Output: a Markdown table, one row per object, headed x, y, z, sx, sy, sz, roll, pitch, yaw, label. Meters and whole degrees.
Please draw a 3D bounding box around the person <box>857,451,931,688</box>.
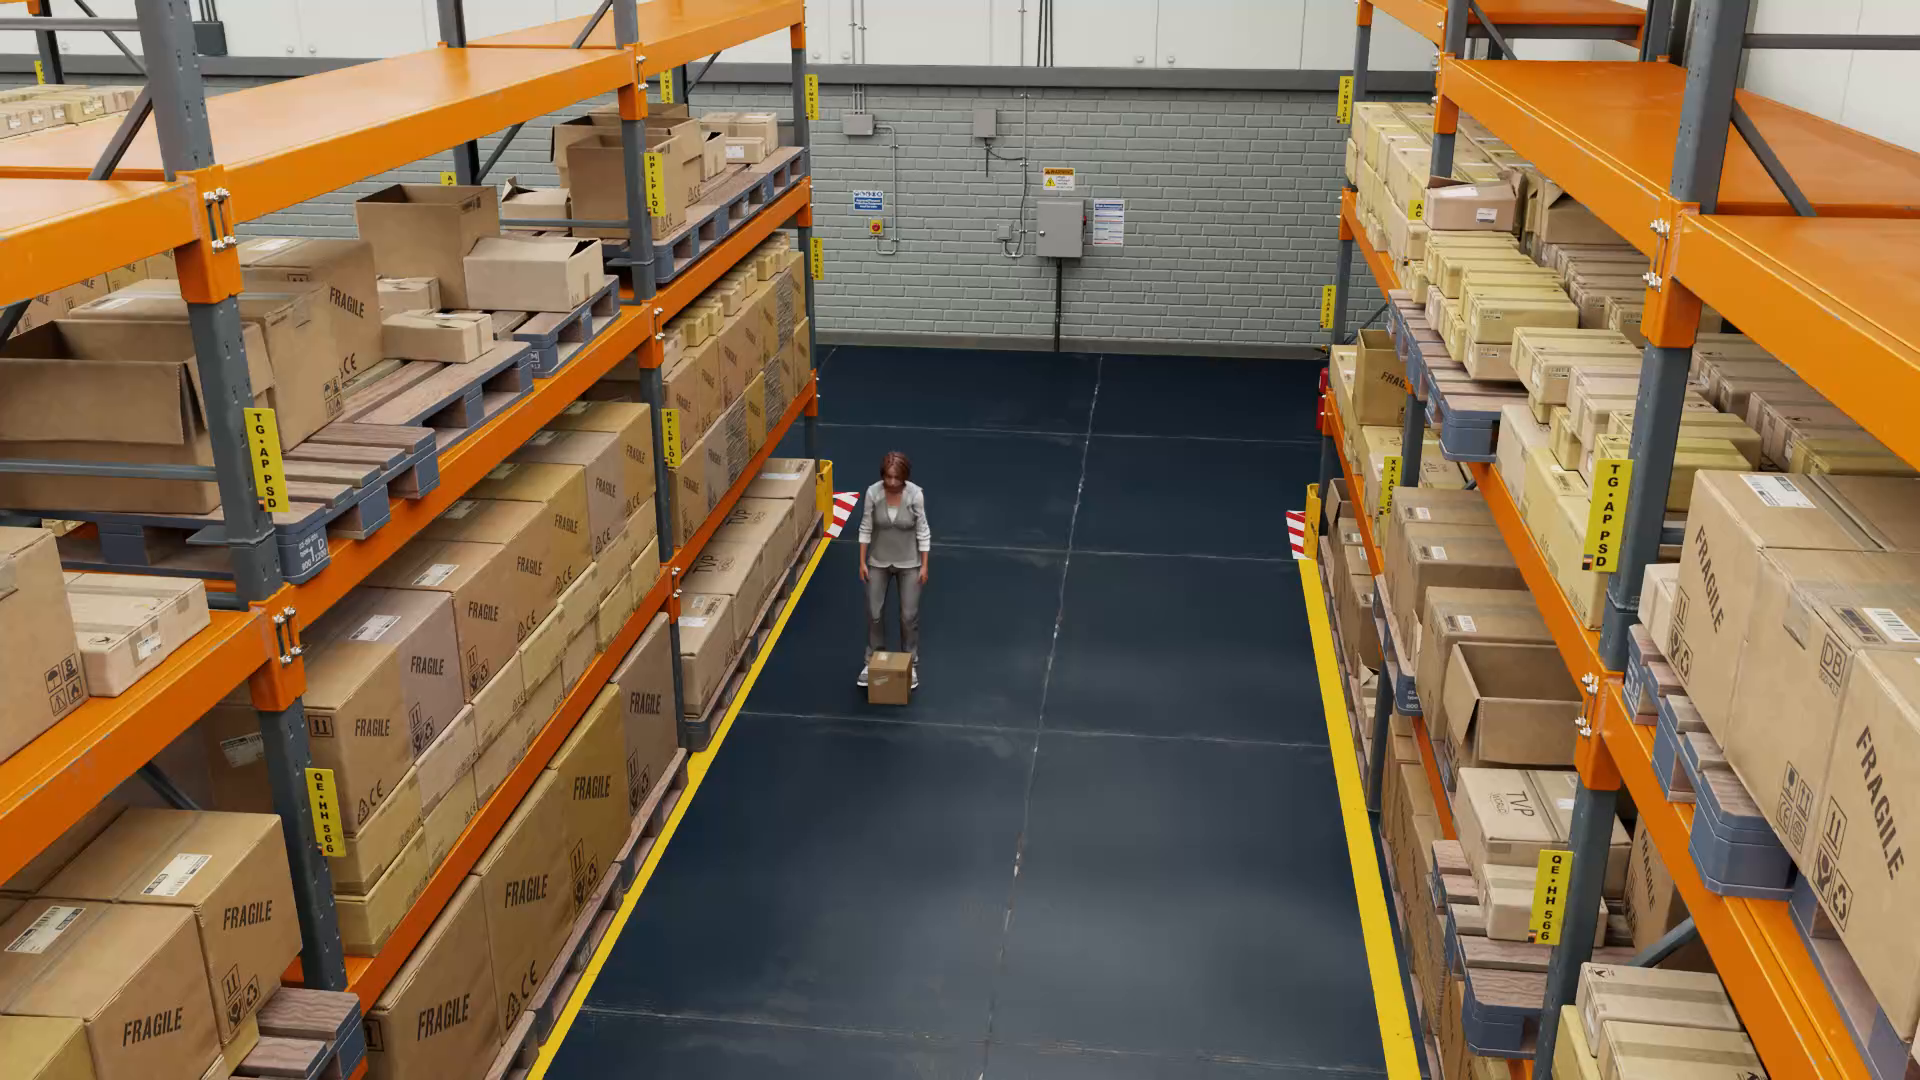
| x | y | z | sx | sy | sz | roll | pitch | yaw | label |
| --- | --- | --- | --- | --- | --- | --- | --- | --- | --- |
| -0.425 | 0.181 | 10.657 | 0.473 | 1.580 | 0.347 | 2 | 22 | 5 | person |
